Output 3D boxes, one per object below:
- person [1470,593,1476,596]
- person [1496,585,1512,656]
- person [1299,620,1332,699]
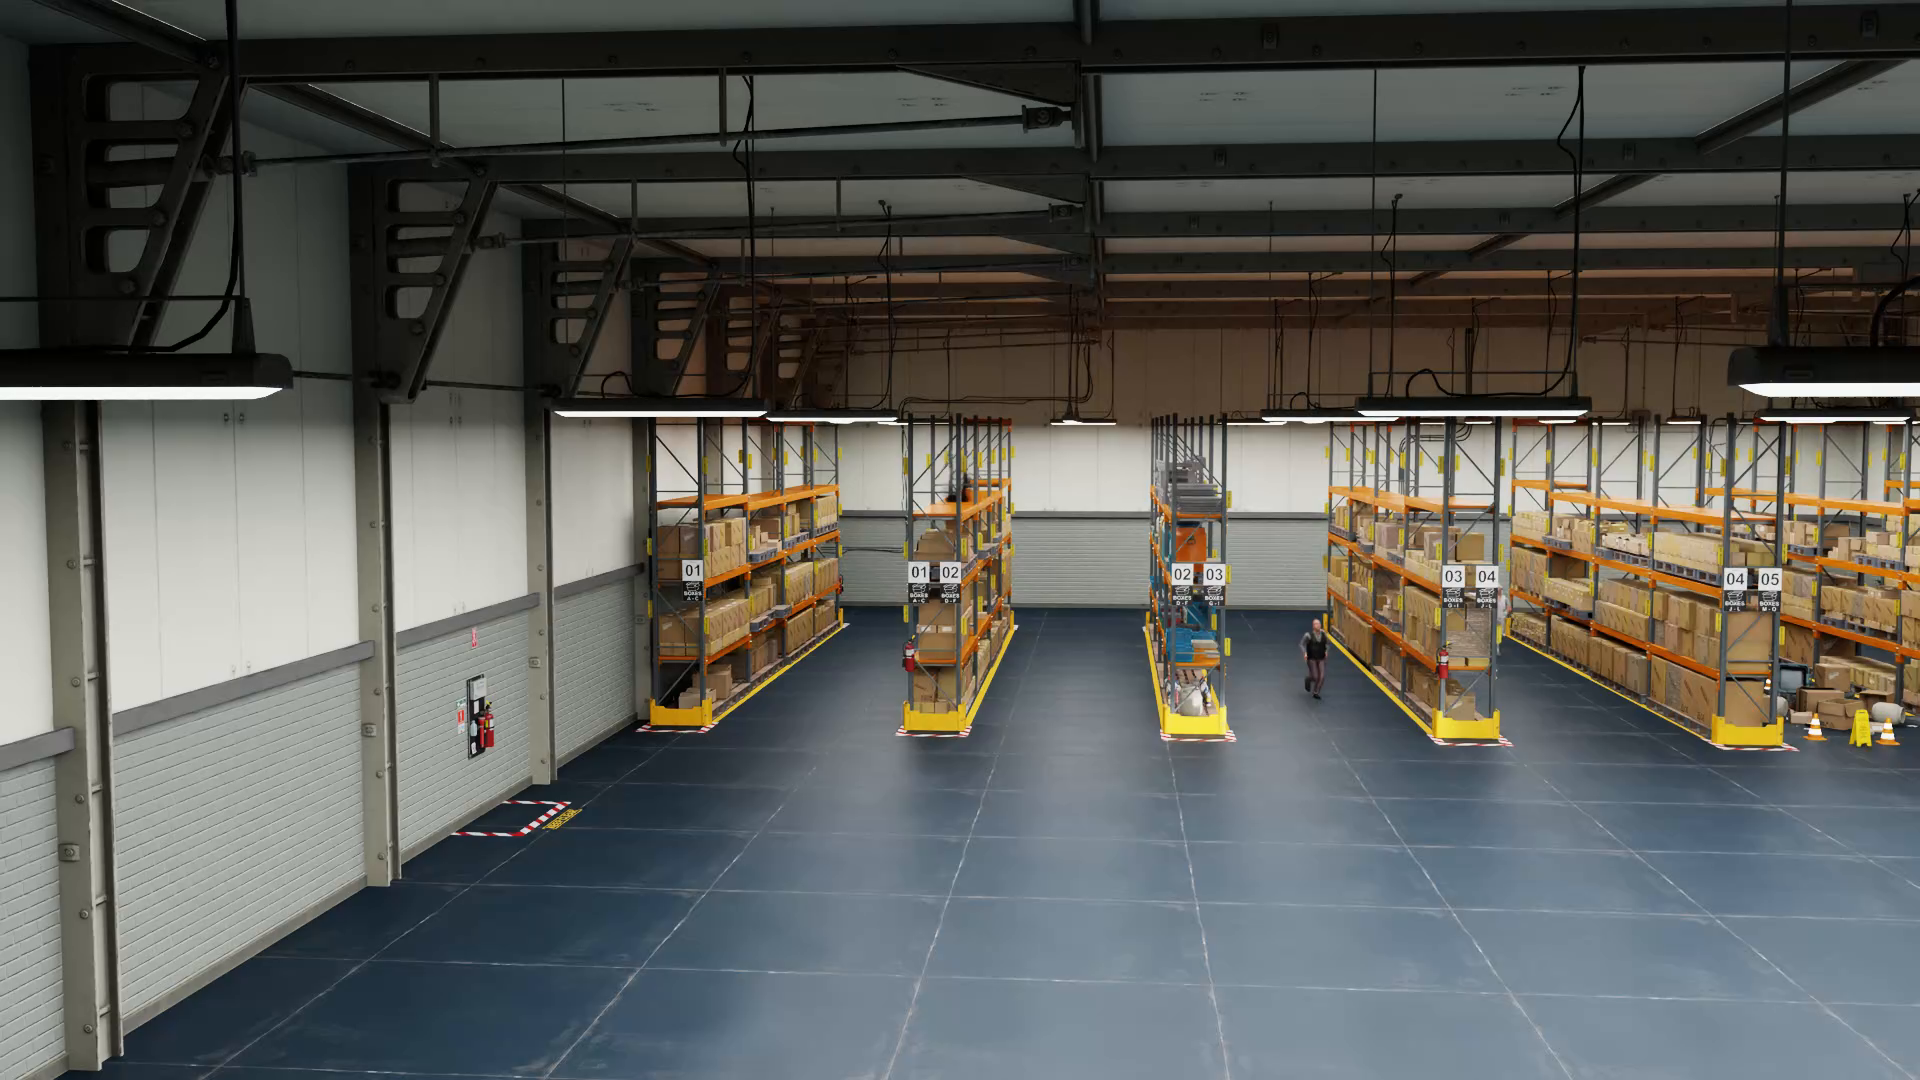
[{"bbox_3d":[13.700,1.903,44.017,0.700,1.763,0.841,1,4,12],"label":"person"},{"bbox_3d":[13.549,2.007,41.887,0.682,1.768,0.939,1,4,8],"label":"person"},{"bbox_3d":[7.543,2.528,35.104,0.657,1.678,0.576,-1,4,-8],"label":"person"}]
